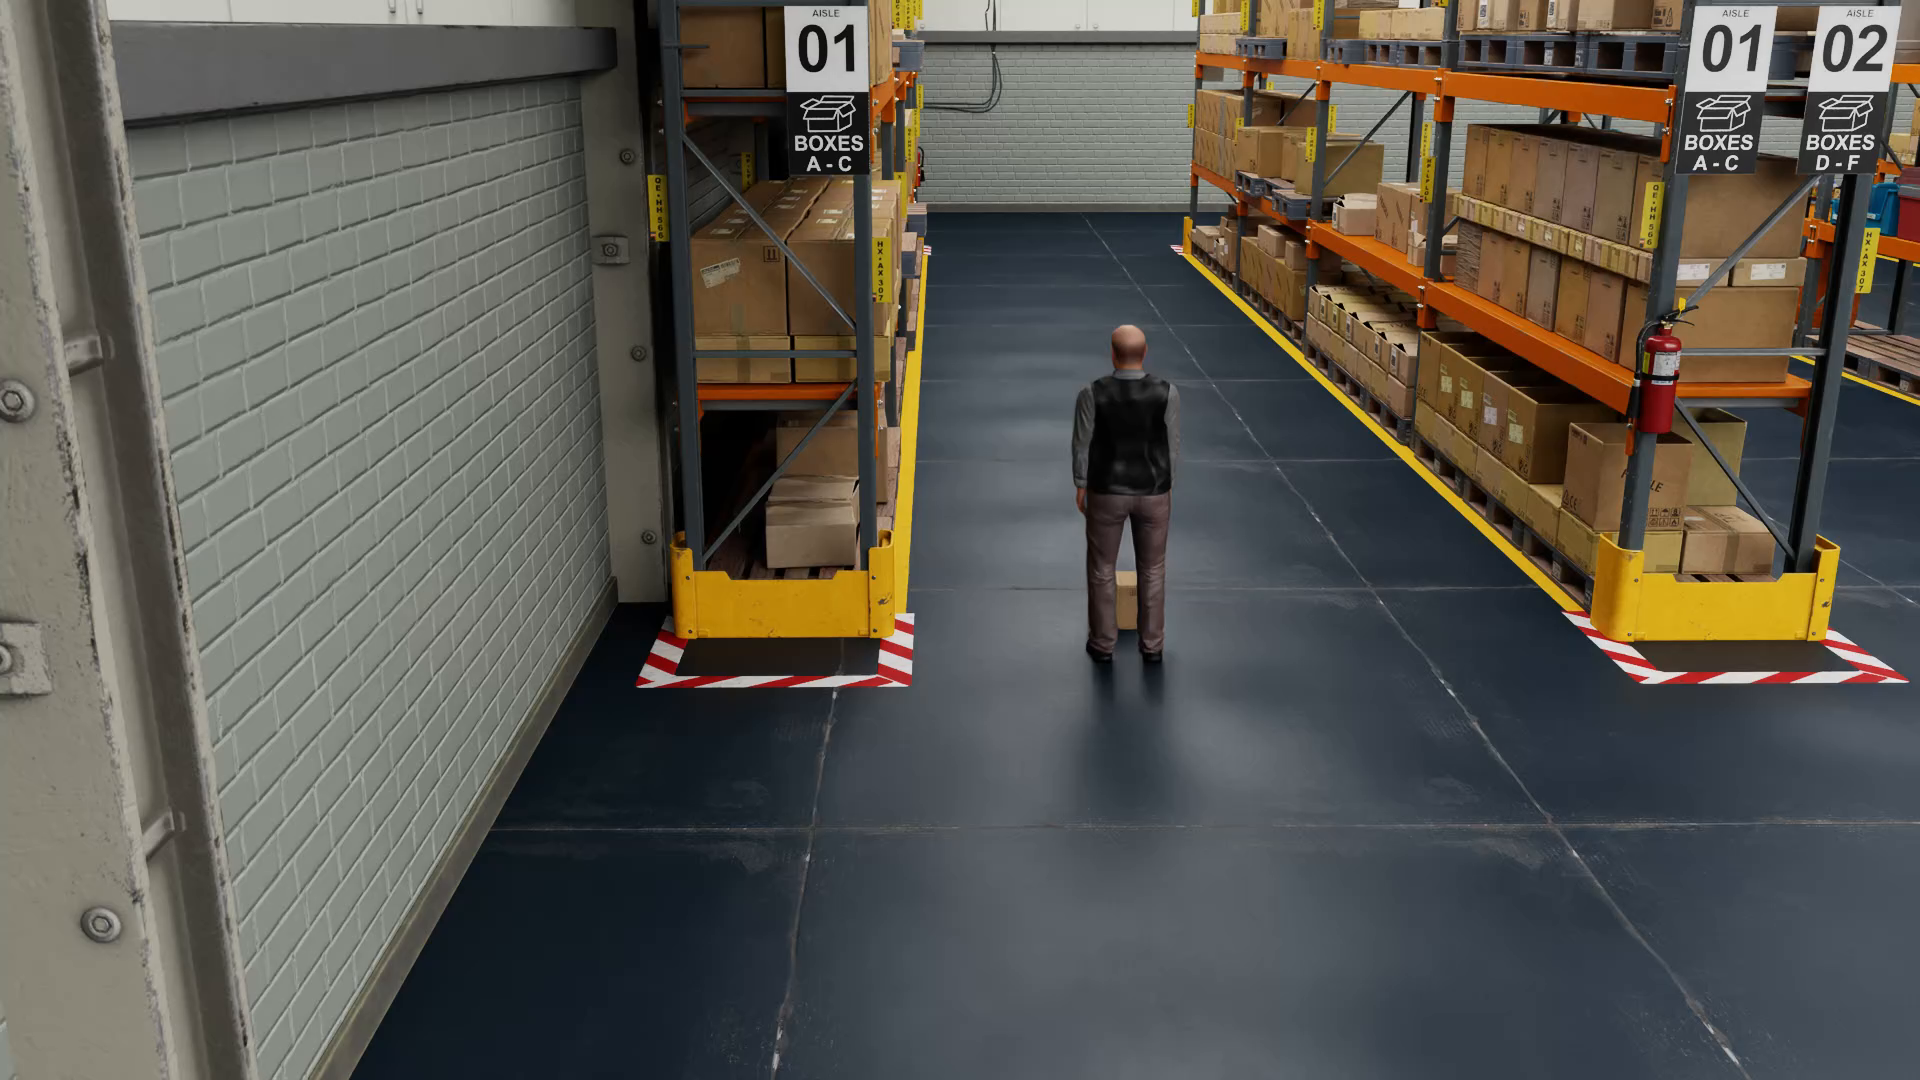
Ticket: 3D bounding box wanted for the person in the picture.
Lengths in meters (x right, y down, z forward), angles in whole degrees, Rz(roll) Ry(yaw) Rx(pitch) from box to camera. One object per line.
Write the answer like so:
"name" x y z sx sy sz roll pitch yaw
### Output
"person" 0.821 -0.222 8.341 0.535 1.712 0.353 0 17 0
